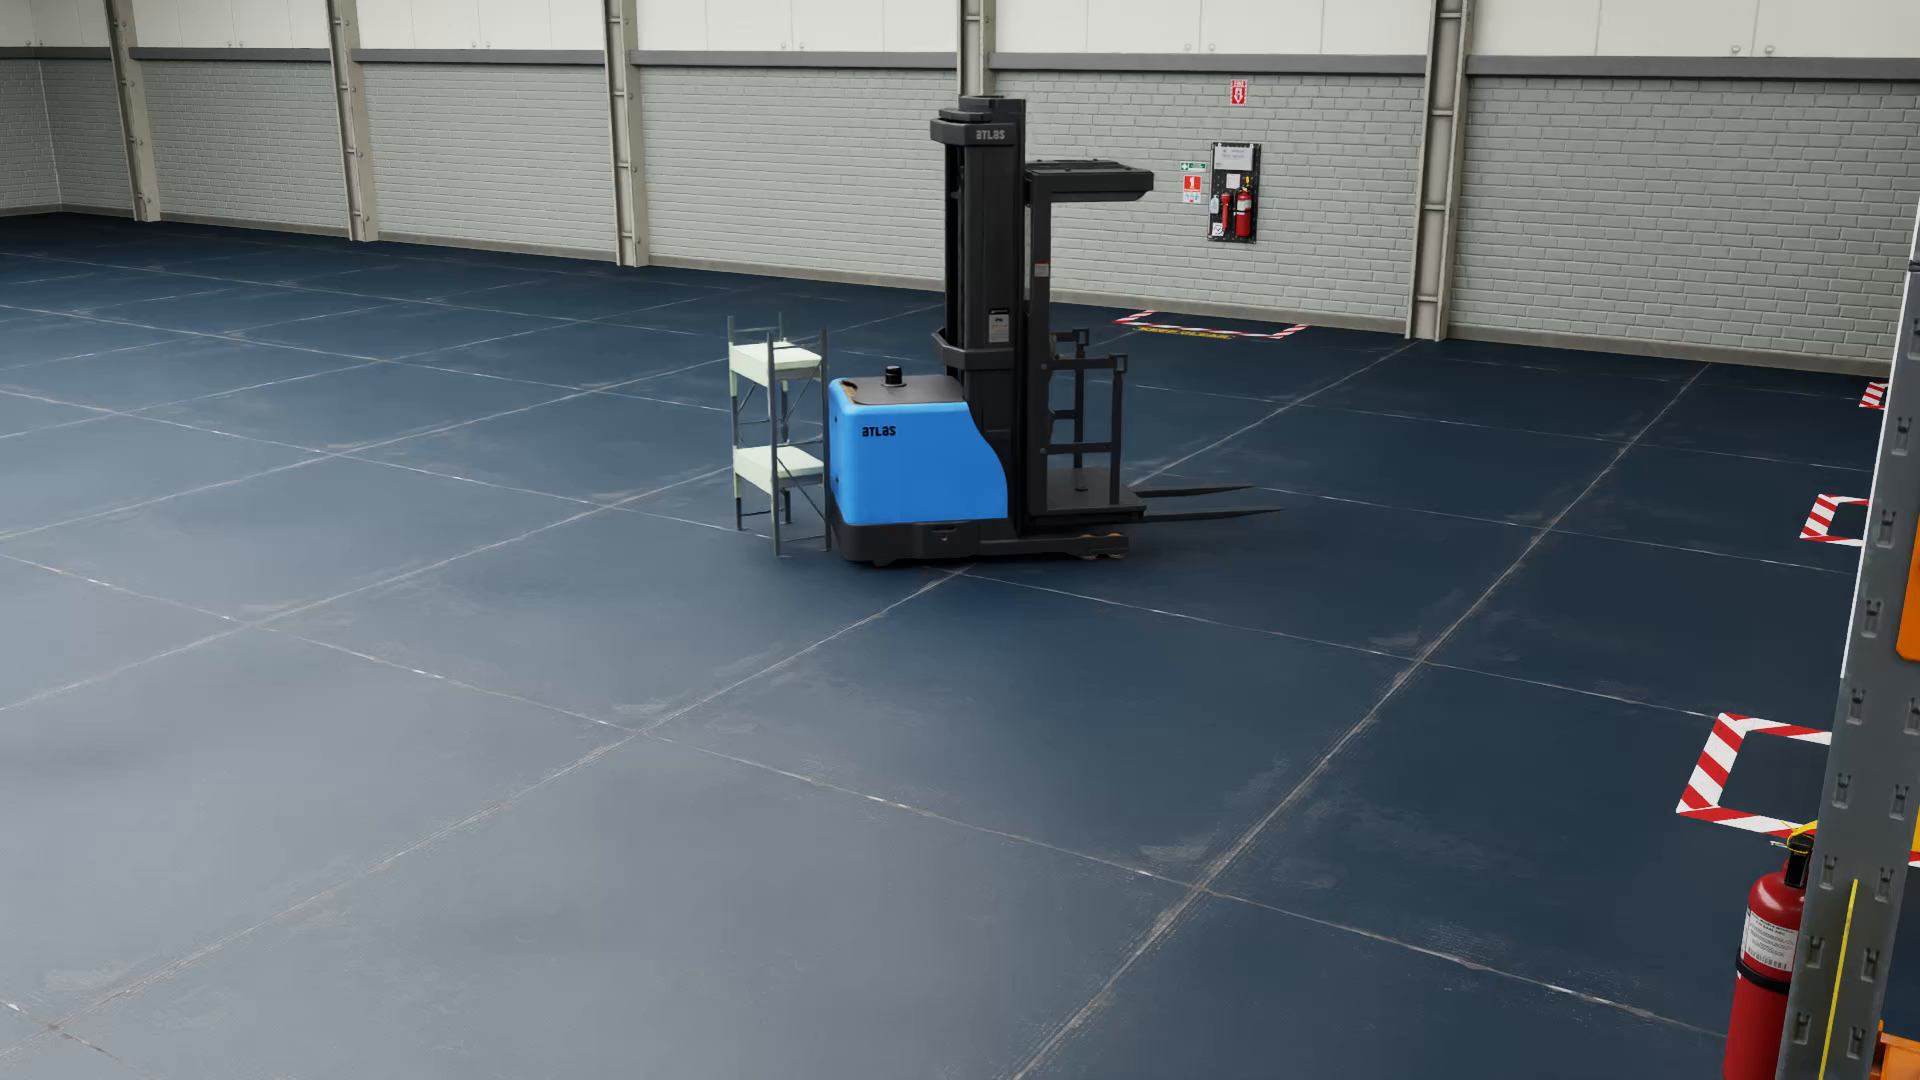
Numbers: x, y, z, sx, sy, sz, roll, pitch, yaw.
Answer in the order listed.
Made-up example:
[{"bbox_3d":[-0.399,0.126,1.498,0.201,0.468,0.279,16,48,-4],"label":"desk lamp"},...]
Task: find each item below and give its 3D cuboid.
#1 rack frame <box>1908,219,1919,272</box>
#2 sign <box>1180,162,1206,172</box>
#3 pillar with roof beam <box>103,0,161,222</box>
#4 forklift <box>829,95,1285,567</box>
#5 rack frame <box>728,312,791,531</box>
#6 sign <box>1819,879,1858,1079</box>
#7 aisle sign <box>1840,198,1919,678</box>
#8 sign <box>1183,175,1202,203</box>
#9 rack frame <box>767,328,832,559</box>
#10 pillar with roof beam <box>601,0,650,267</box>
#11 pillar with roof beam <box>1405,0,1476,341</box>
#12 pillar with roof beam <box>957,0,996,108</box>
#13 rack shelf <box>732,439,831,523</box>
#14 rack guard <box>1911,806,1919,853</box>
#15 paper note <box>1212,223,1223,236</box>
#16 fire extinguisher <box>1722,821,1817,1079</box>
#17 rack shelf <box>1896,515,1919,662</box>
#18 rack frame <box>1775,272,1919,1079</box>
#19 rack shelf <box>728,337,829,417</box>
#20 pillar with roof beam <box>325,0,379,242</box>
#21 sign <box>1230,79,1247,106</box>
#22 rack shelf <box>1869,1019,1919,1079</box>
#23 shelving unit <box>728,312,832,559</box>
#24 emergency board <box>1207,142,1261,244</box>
[{"bbox_3d":[1.605,-1.915,2.203,0.127,3.000,1.000,10,20,30],"label":"rack frame"},{"bbox_3d":[2.815,-4.508,20.088,0.331,0.109,0.001,10,20,30],"label":"sign"},{"bbox_3d":[-17.385,-9.200,26.186,0.400,9.000,9.100,10,20,30],"label":"pillar with roof beam"},{"bbox_3d":[0.664,-1.419,11.009,3.031,2.935,1.130,-3,17,-10],"label":"forklift"},{"bbox_3d":[-1.379,-0.812,11.472,0.400,1.500,0.023,-9,19,-26],"label":"rack frame"},{"bbox_3d":[1.322,0.676,2.506,0.005,0.325,0.100,10,20,30],"label":"sign"},{"bbox_3d":[1.396,-0.223,2.483,0.004,0.787,0.394,10,20,30],"label":"aisle sign"},{"bbox_3d":[2.816,-4.257,20.174,0.234,0.329,0.001,10,20,30],"label":"sign"},{"bbox_3d":[-1.043,-0.623,10.850,0.400,1.500,0.023,-9,19,-26],"label":"rack frame"},{"bbox_3d":[-7.160,-7.375,20.177,0.400,9.000,9.100,10,20,30],"label":"pillar with roof beam"},{"bbox_3d":[3.066,-5.550,14.168,0.400,9.000,9.100,10,20,30],"label":"pillar with roof beam"},{"bbox_3d":[-2.047,-6.462,17.172,0.400,9.000,9.100,10,20,30],"label":"pillar with roof beam"},{"bbox_3d":[-1.211,-0.405,11.256,0.431,0.370,0.720,-9,19,-26],"label":"rack shelf"},{"bbox_3d":[4.287,0.925,7.477,0.348,0.500,1.175,10,20,30],"label":"rack guard"},{"bbox_3d":[3.118,-3.753,20.091,0.142,0.148,0.016,10,20,30],"label":"paper note"},{"bbox_3d":[1.749,0.861,3.519,0.183,0.674,0.296,10,20,30],"label":"fire extinguisher"},{"bbox_3d":[3.310,0.169,1.742,4.000,0.370,1.077,10,20,30],"label":"rack shelf"},{"bbox_3d":[1.605,0.956,3.075,0.127,3.000,1.000,10,20,30],"label":"rack frame"},{"bbox_3d":[-1.211,-1.090,11.048,0.431,0.370,0.720,-9,19,-26],"label":"rack shelf"},{"bbox_3d":[-12.272,-8.287,23.181,0.400,9.000,9.100,10,20,30],"label":"pillar with roof beam"},{"bbox_3d":[3.278,-5.266,19.567,0.199,0.298,0.001,10,20,30],"label":"sign"},{"bbox_3d":[3.310,1.604,2.178,4.000,0.370,1.077,10,20,30],"label":"rack shelf"},{"bbox_3d":[-1.211,-0.717,11.161,0.431,1.500,0.755,-9,19,-26],"label":"shelving unit"},{"bbox_3d":[3.233,-4.131,19.818,0.643,1.169,0.194,10,20,30],"label":"emergency board"}]
